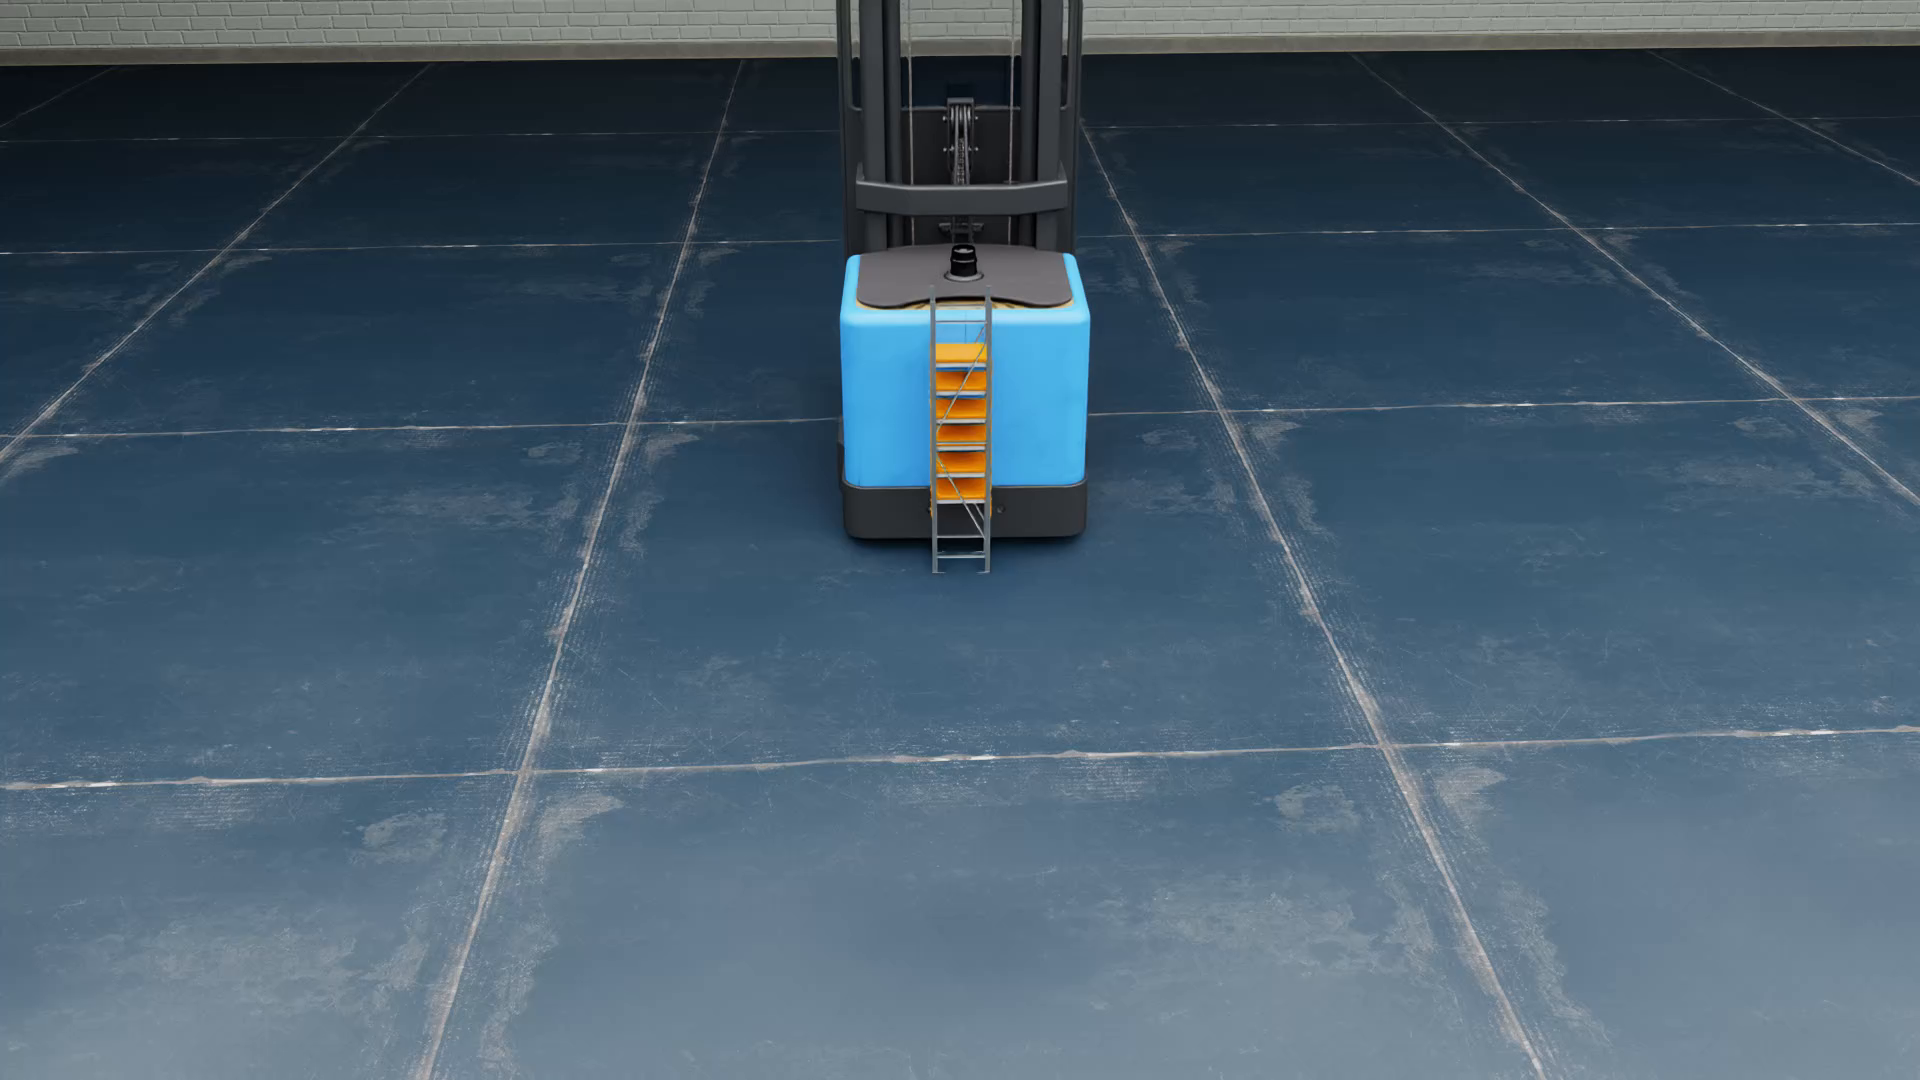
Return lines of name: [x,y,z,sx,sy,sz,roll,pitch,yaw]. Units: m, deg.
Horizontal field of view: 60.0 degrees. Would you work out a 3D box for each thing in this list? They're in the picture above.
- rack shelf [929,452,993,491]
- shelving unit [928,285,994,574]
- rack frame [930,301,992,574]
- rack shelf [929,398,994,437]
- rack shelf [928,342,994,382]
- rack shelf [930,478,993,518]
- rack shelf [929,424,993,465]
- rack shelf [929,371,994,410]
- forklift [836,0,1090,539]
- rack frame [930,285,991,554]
rack shelf: [0.003,-0.287,6.858,0.258,0.103,0.180,-1,28,-1]
shelving unit: [0.003,-0.432,6.782,0.258,1.200,0.189,-1,28,-1]
rack frame: [0.005,-0.390,6.700,0.240,1.200,0.006,-1,28,-1]
rack shelf: [0.003,-0.499,6.747,0.258,0.103,0.180,-1,28,-1]
rack shelf: [0.003,-0.712,6.636,0.258,0.103,0.180,-1,28,-1]
rack shelf: [0.003,-0.180,6.913,0.258,0.103,0.180,-1,28,-1]
rack shelf: [0.003,-0.393,6.802,0.258,0.103,0.180,-1,28,-1]
rack shelf: [0.003,-0.606,6.691,0.258,0.103,0.180,-1,28,-1]
forklift: [-0.008,-1.946,7.811,1.130,2.935,3.031,-1,28,-1]
rack frame: [0.001,-0.475,6.863,0.240,1.200,0.006,-1,28,-1]
